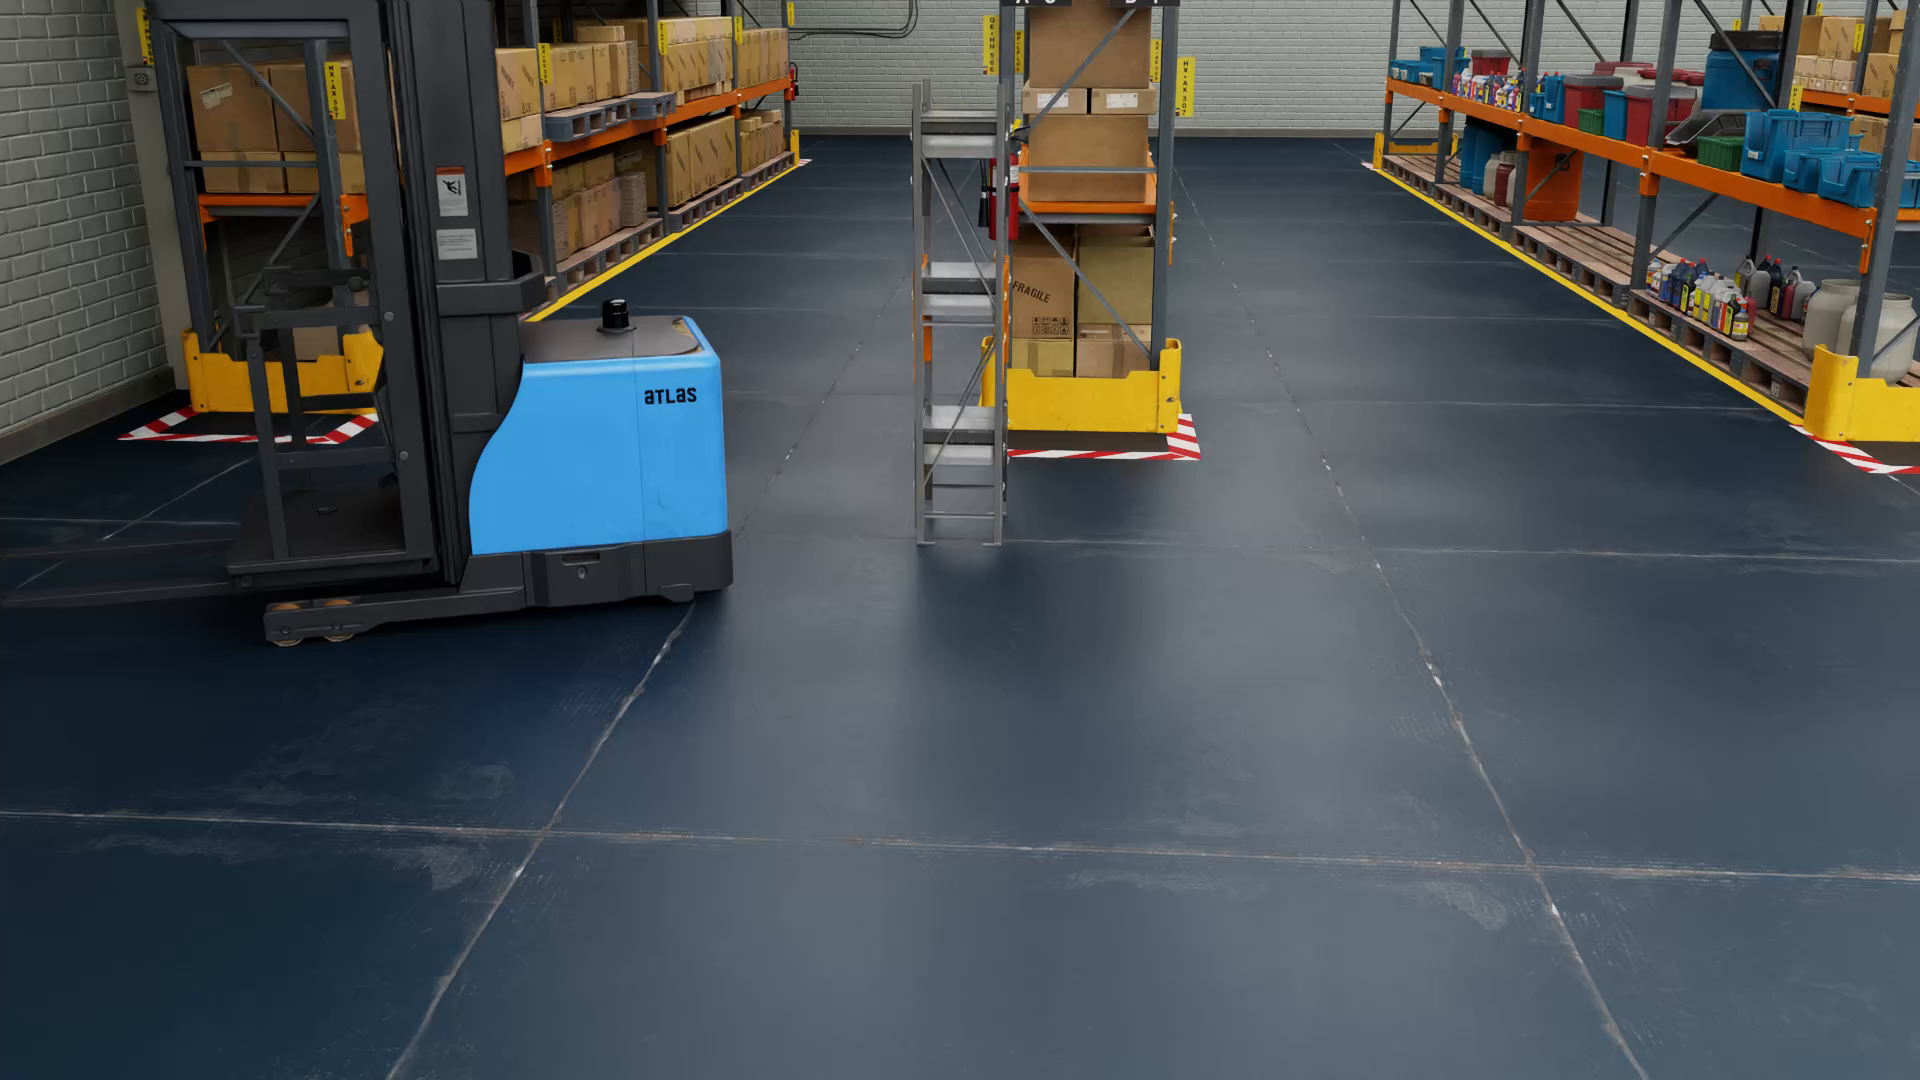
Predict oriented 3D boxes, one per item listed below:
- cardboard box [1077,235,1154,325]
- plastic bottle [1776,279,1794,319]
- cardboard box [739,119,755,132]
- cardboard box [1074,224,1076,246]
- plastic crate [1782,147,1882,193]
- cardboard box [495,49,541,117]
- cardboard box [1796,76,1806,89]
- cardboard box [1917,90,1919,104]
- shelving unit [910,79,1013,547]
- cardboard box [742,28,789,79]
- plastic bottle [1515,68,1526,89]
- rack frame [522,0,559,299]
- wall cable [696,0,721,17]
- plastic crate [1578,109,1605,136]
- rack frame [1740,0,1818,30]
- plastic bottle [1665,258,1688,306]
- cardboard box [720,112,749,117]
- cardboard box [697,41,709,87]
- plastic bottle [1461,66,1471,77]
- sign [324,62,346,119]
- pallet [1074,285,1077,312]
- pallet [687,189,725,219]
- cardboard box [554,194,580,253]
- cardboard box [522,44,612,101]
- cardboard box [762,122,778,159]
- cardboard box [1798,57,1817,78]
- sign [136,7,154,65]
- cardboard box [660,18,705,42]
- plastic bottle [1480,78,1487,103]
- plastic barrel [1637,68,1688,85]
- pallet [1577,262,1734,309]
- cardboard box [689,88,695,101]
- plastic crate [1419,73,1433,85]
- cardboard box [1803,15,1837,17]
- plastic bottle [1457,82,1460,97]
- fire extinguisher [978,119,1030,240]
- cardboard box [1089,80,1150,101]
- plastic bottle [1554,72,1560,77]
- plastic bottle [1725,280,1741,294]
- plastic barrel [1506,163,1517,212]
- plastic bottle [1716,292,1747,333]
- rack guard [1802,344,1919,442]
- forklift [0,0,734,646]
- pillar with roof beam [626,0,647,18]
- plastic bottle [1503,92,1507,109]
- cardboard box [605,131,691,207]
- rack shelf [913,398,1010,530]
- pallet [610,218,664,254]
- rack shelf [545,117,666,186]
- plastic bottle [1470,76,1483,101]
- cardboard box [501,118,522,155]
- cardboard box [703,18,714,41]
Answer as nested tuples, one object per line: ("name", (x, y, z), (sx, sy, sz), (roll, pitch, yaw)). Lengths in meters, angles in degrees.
("cardboard box", (1.017, -1.697, 10.823), (0.500, 0.500, 0.500), (1, 18, 4))
("plastic bottle", (6.033, -1.765, 12.149), (0.061, 0.283, 0.133), (1, 18, 4))
("cardboard box", (-2.995, -5.620, 22.554), (0.380, 0.149, 0.250), (2, 18, 6))
("cardboard box", (0.636, -2.330, 12.754), (0.500, 0.500, 0.500), (1, 18, 4))
("plastic crate", (5.453, -2.312, 10.402), (0.499, 0.251, 0.408), (1, 18, 4))
("cardboard box", (-3.657, -3.624, 13.169), (0.500, 0.500, 0.500), (1, 18, 4))
("cardboard box", (11.251, -6.017, 21.874), (0.380, 0.149, 0.250), (1, 18, 3))
("cardboard box", (11.110, -5.234, 18.920), (0.500, 0.500, 0.500), (1, 18, 3))
("shelving unit", (0.012, -1.049, 7.753), (0.431, 2.100, 0.503), (1, 18, 4))
("cardboard box", (-3.098, -7.194, 24.578), (0.980, 0.700, 0.700), (2, 18, 6))
("plastic bottle", (6.627, -5.376, 19.591), (0.144, 0.351, 0.185), (1, 18, 4))
("rack frame", (-3.931, -3.483, 13.735), (1.000, 3.000, 0.127), (1, 18, 4))
("wall cable", (-3.923, -8.111, 26.229), (0.084, 1.984, 1.851), (1, 18, 4))
("plastic crate", (5.793, -3.708, 14.763), (0.450, 0.188, 0.662), (1, 18, 4))
("rack frame", (11.751, -6.878, 24.097), (1.000, 3.000, 0.127), (1, 18, 4))
("plastic bottle", (5.478, -1.970, 12.667), (0.144, 0.351, 0.185), (2, 18, 5))
("cardboard box", (-3.266, -6.118, 24.076), (0.380, 0.149, 0.250), (1, 18, 4))
("cardboard box", (-3.242, -5.547, 19.364), (0.500, 0.500, 0.500), (2, 18, 5))
("plastic bottle", (6.172, -5.608, 20.300), (0.144, 0.351, 0.185), (1, 18, 4))
("sign", (-3.677, -2.640, 9.772), (0.100, 0.325, 0.005), (1, 18, 4))
("pallet", (0.911, -1.802, 13.084), (1.003, 0.211, 1.213), (1, 18, 4))
("pallet", (-3.423, -4.021, 19.856), (1.003, 0.211, 1.213), (1, 18, 4))
("cardboard box", (-3.908, -2.895, 15.247), (0.700, 0.500, 0.500), (1, 18, 3))
("cardboard box", (-3.736, -4.448, 15.813), (0.700, 0.500, 0.500), (1, 18, 4))
("cardboard box", (-3.057, -5.846, 24.288), (0.700, 0.500, 0.500), (1, 18, 4))
("cardboard box", (11.305, -6.168, 21.693), (0.500, 0.250, 0.500), (2, 18, 5))
("sign", (-4.770, -2.960, 9.771), (0.100, 0.325, 0.005), (1, 18, 4))
("cardboard box", (-3.255, -5.896, 19.225), (0.500, 0.250, 0.500), (1, 18, 3))
("plastic bottle", (5.985, -5.125, 18.952), (0.097, 0.271, 0.097), (0, 18, 0))
("plastic barrel", (6.321, -3.981, 15.036), (0.433, 0.535, 0.433), (0, 18, 0))
("pallet", (5.968, -2.181, 14.241), (1.003, 0.211, 1.213), (1, 18, 4))
("cardboard box", (-3.291, -5.189, 19.313), (0.380, 0.149, 0.250), (1, 18, 4))
("plastic crate", (6.349, -6.197, 22.345), (0.293, 0.136, 0.466), (1, 18, 4))
("cardboard box", (11.978, -7.147, 23.477), (0.500, 0.500, 0.500), (2, 18, 5))
("plastic bottle", (6.072, -5.470, 20.118), (0.097, 0.201, 0.097), (0, 18, 0))
("fire extinguisher", (0.251, -2.068, 9.541), (0.296, 0.674, 0.183), (1, 18, 4))
("cardboard box", (1.038, -2.925, 10.829), (0.380, 0.149, 0.250), (1, 18, 2))
("plastic bottle", (6.705, -5.088, 18.713), (0.144, 0.351, 0.185), (1, 18, 4))
("plastic bottle", (5.584, -1.749, 12.111), (0.152, 0.276, 0.135), (1, 18, 4))
("plastic barrel", (6.206, -3.851, 18.179), (0.421, 0.512, 0.421), (0, 18, 0))
("plastic bottle", (5.403, -1.592, 11.632), (0.152, 0.276, 0.135), (1, 18, 4))
("rack guard", (5.622, -0.856, 9.733), (1.175, 0.500, 0.348), (1, 18, 4))
("forklift", (-2.549, -1.151, 6.730), (3.031, 2.935, 1.130), (-5, 19, -15))
("pillar with roof beam", (0.123, -8.959, 20.812), (9.100, 9.000, 0.400), (1, 18, 4))
("plastic bottle", (5.904, -4.743, 17.898), (0.097, 0.201, 0.097), (0, 18, 0))
("cardboard box", (-3.461, -4.129, 18.484), (0.750, 0.750, 0.750), (1, 18, 3))
("rack shelf", (0.012, -0.371, 7.975), (0.431, 0.518, 0.480), (1, 18, 4))
("pallet", (-3.702, -3.157, 17.220), (1.003, 0.211, 1.213), (1, 18, 4))
("rack shelf", (-3.788, -3.762, 15.742), (1.077, 0.370, 4.000), (1, 18, 4))
("plastic bottle", (6.044, -5.265, 19.371), (0.152, 0.276, 0.135), (1, 18, 4))
("cardboard box", (-3.707, -3.113, 12.814), (0.500, 0.250, 0.500), (1, 18, 4))
("cardboard box", (-3.219, -6.054, 19.708), (0.500, 0.250, 0.500), (2, 18, 5))
